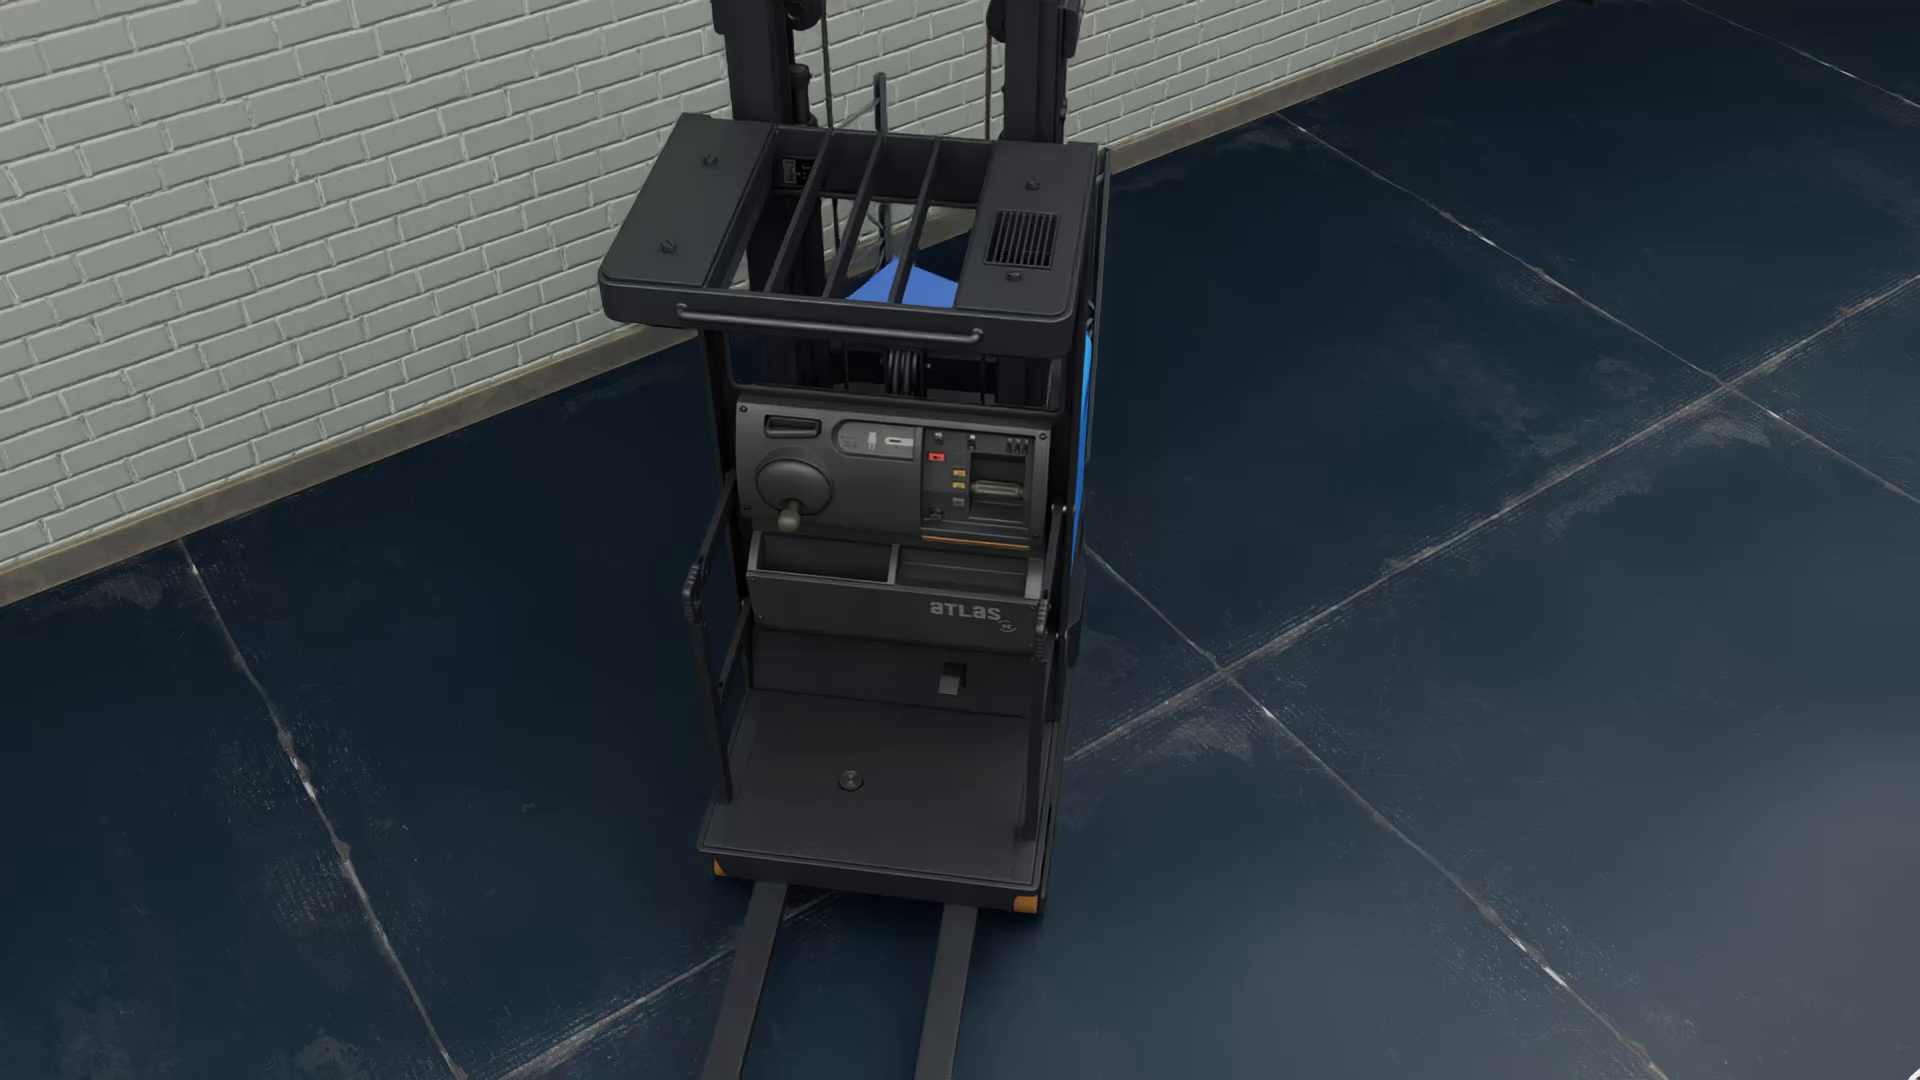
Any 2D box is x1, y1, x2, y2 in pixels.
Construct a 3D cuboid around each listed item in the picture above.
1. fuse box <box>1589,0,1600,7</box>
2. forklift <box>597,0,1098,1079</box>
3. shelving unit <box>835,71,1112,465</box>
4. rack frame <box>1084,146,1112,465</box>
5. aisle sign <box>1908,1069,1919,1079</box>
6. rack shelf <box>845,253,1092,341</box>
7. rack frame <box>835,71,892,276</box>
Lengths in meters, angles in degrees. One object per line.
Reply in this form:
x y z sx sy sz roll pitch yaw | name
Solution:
3.920 -3.893 9.589 0.539 1.711 0.414 -26 49 -24 | fuse box
-0.229 -0.103 4.735 1.130 2.935 3.031 6 44 6 | forklift
-0.018 -0.946 6.655 1.048 1.500 0.538 25 49 24 | shelving unit
0.405 -0.751 6.450 0.032 1.500 0.500 25 49 24 | rack frame
1.068 0.722 1.939 0.394 0.787 0.004 -26 49 -24 | aisle sign
-0.018 -0.816 6.779 1.000 0.185 0.538 25 49 24 | rack shelf
-0.440 -1.141 6.859 0.032 1.500 0.500 25 49 24 | rack frame
